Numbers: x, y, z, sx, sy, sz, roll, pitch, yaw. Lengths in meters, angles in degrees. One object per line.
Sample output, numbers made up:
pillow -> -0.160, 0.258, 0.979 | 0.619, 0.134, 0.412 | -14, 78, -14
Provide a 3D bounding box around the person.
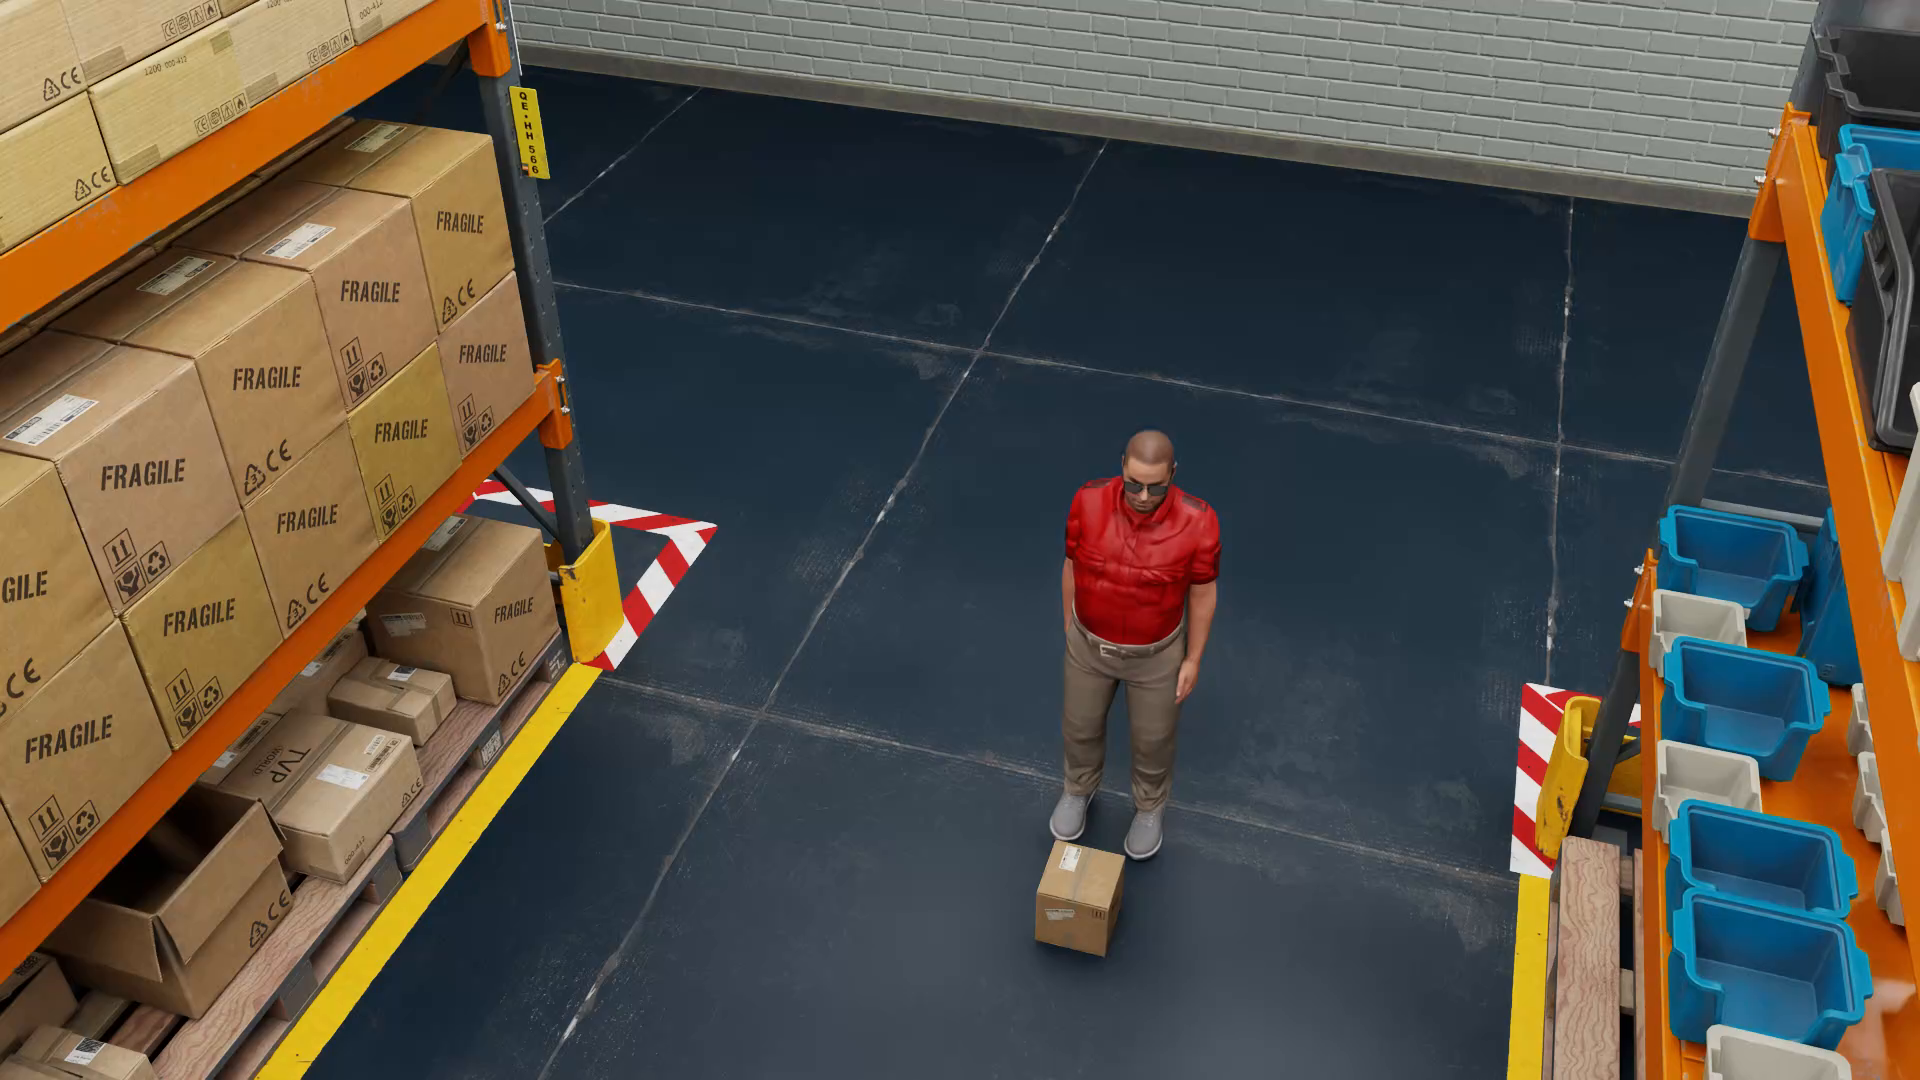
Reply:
person -> 0.583, 0.374, 5.674 | 0.529, 1.722, 0.359 | 12, 38, 15
